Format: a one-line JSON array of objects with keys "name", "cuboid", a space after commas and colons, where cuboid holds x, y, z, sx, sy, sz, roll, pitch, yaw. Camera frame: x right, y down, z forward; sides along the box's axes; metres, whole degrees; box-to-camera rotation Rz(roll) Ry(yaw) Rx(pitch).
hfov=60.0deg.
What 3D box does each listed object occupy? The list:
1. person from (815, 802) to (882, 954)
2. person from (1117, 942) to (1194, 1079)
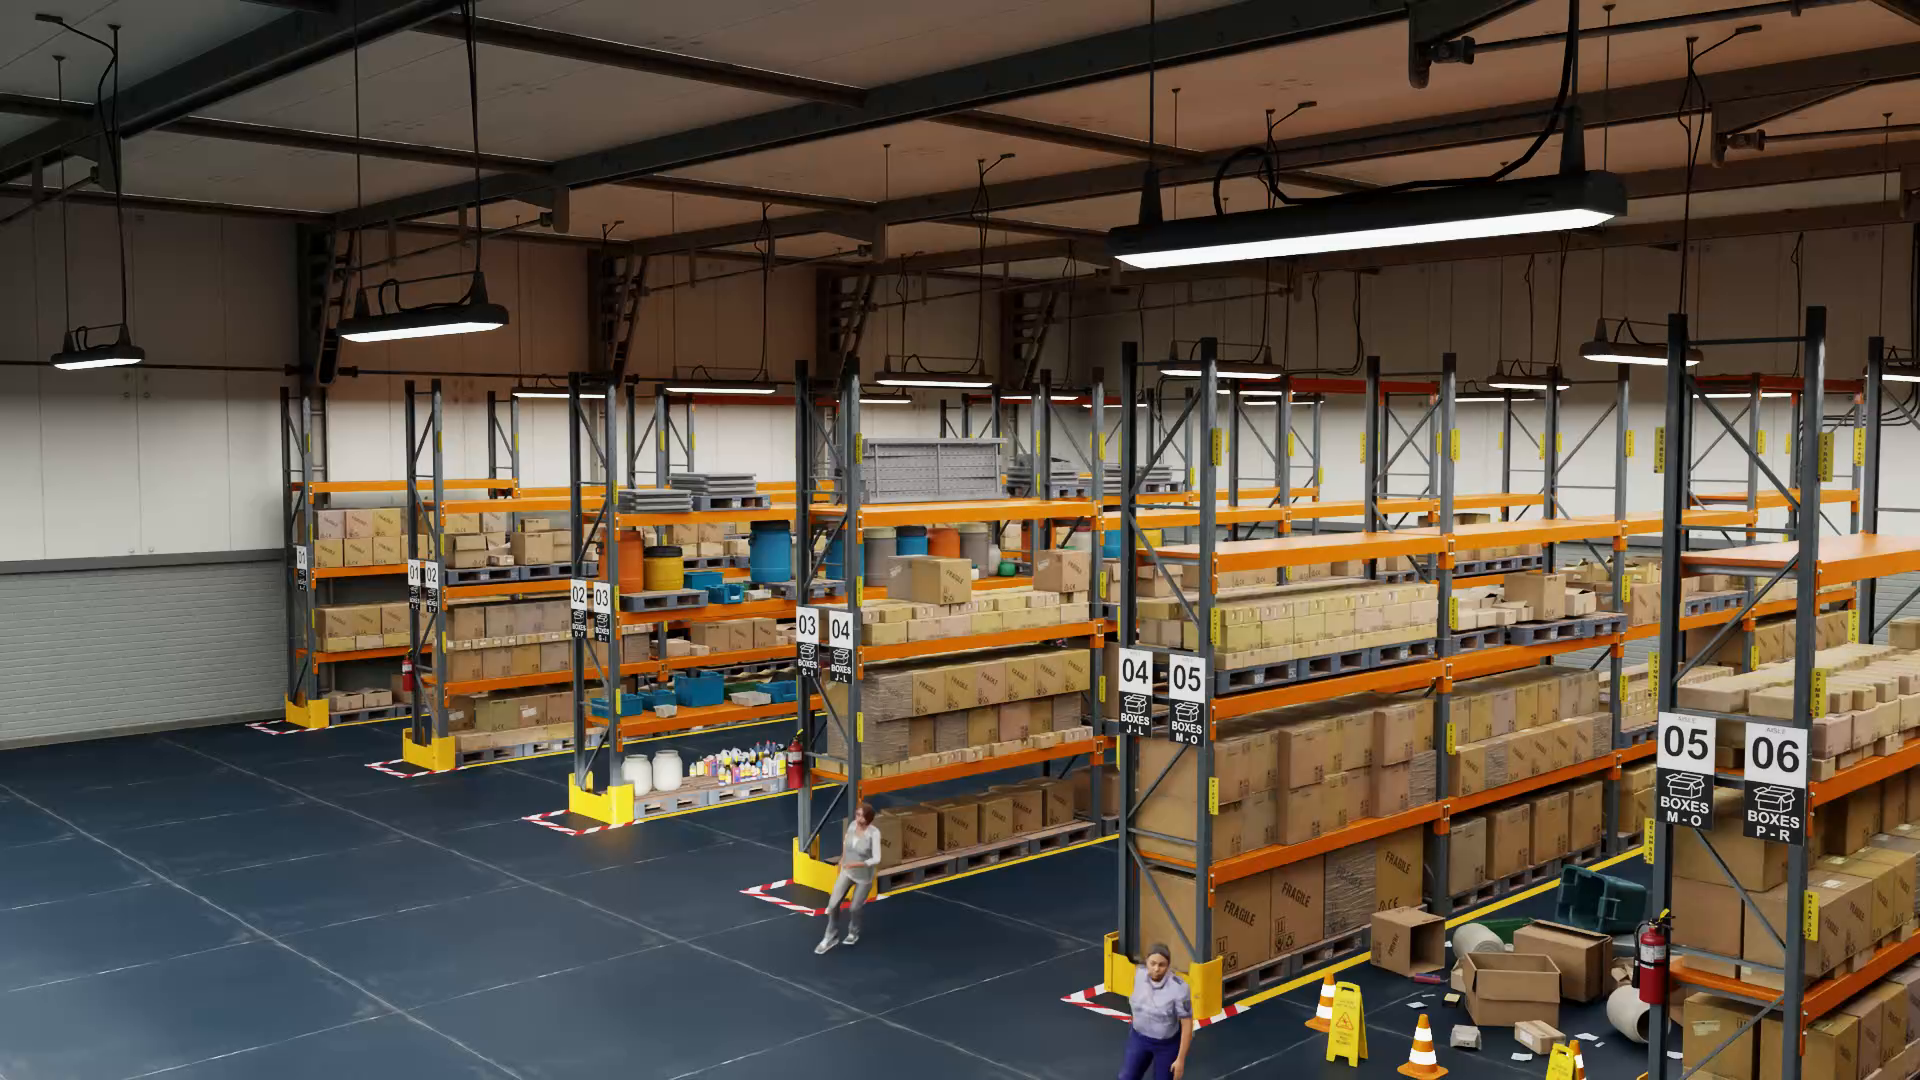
[{"name": "person", "cuboid": [-1.067, 3.320, 16.437, 0.678, 1.527, 0.722, 1, 4, 20]}, {"name": "person", "cuboid": [1.399, 3.615, 11.904, 0.639, 1.605, 0.553, 2, 4, 27]}]
